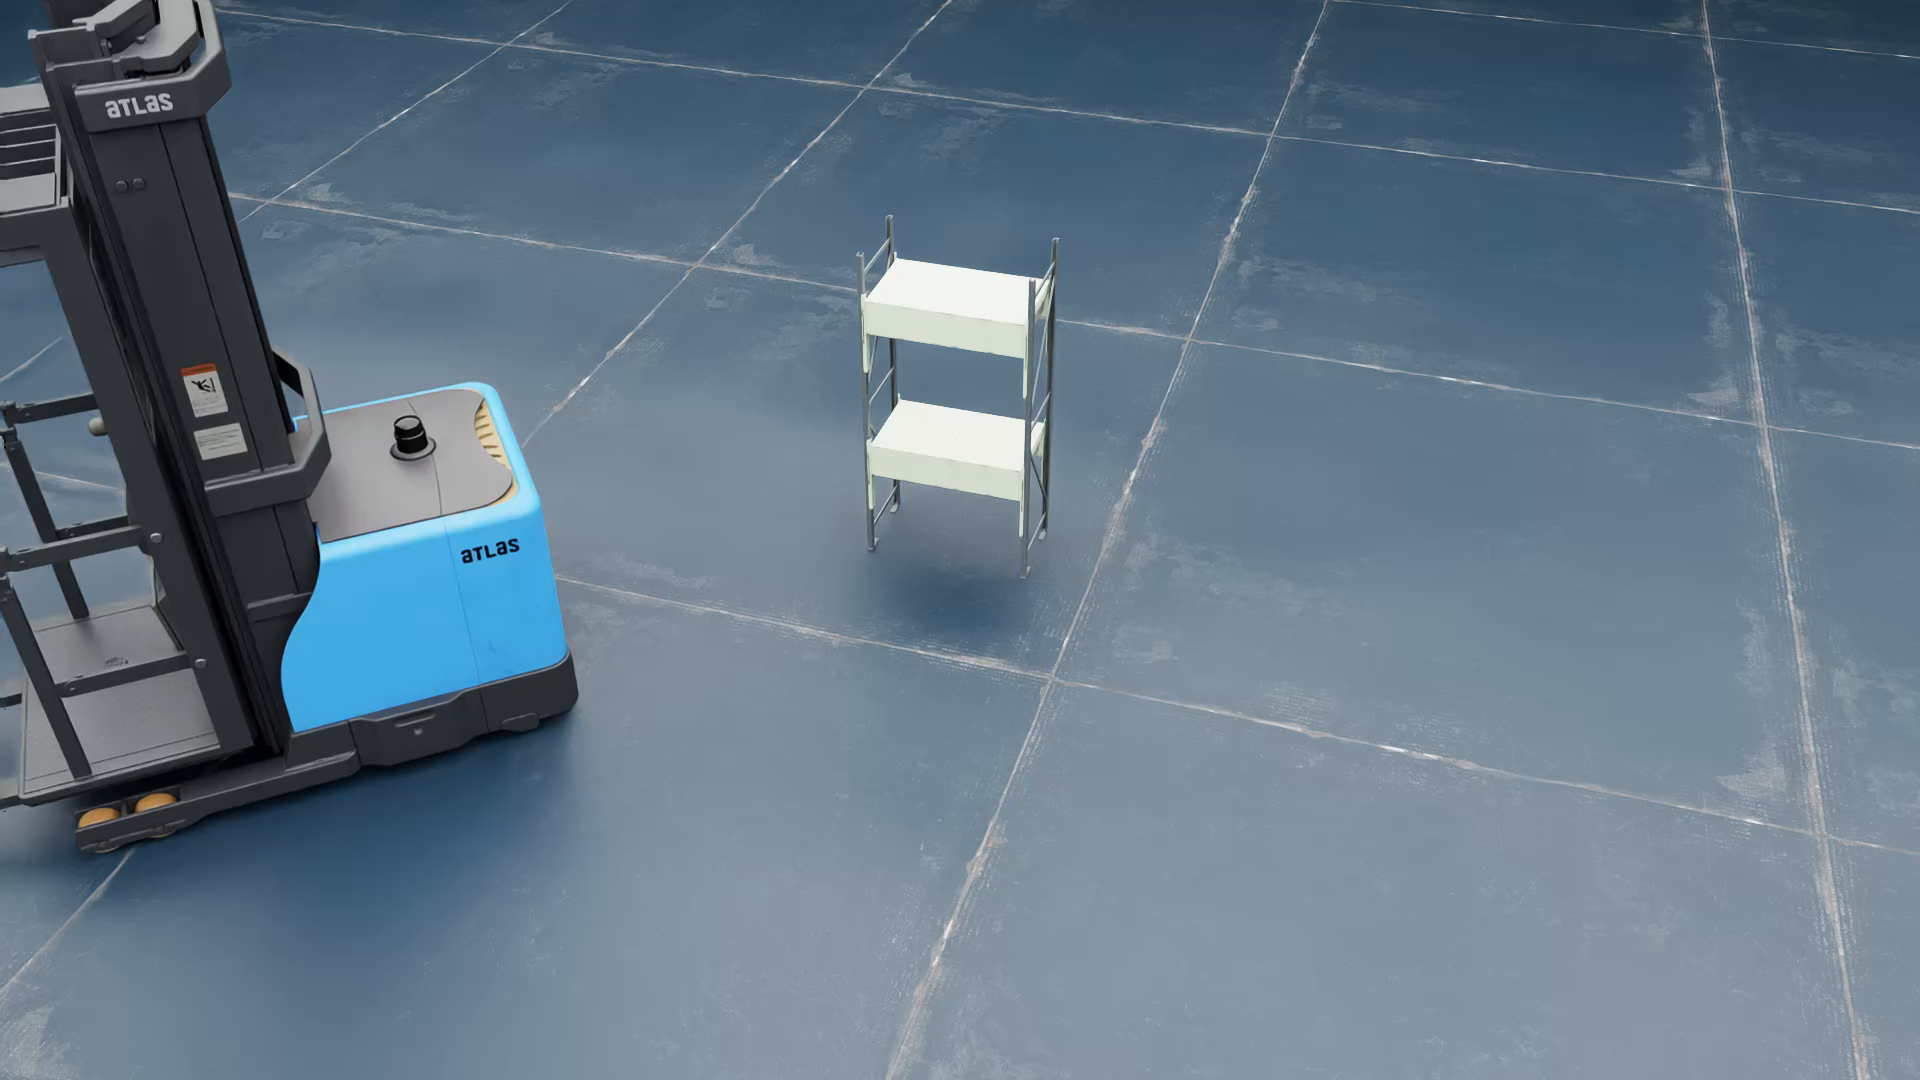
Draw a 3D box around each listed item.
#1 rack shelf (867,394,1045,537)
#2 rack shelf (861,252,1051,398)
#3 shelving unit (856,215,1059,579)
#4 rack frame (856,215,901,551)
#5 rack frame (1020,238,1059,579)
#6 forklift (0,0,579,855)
[{"bbox_3d":[-0.006,-0.343,7.500,0.720,0.370,0.431,10,38,14],"label":"rack shelf"},{"bbox_3d":[-0.006,-0.919,7.076,0.720,0.370,0.431,10,38,14],"label":"rack shelf"},{"bbox_3d":[-0.006,-0.605,7.307,0.755,1.500,0.431,10,38,14],"label":"shelving unit"},{"bbox_3d":[-0.356,-0.670,7.395,0.023,1.500,0.400,10,38,14],"label":"rack frame"},{"bbox_3d":[0.343,-0.541,7.219,0.023,1.500,0.400,10,38,14],"label":"rack frame"},{"bbox_3d":[-3.116,-0.378,5.791,3.031,2.935,1.130,-14,39,-19],"label":"forklift"}]
